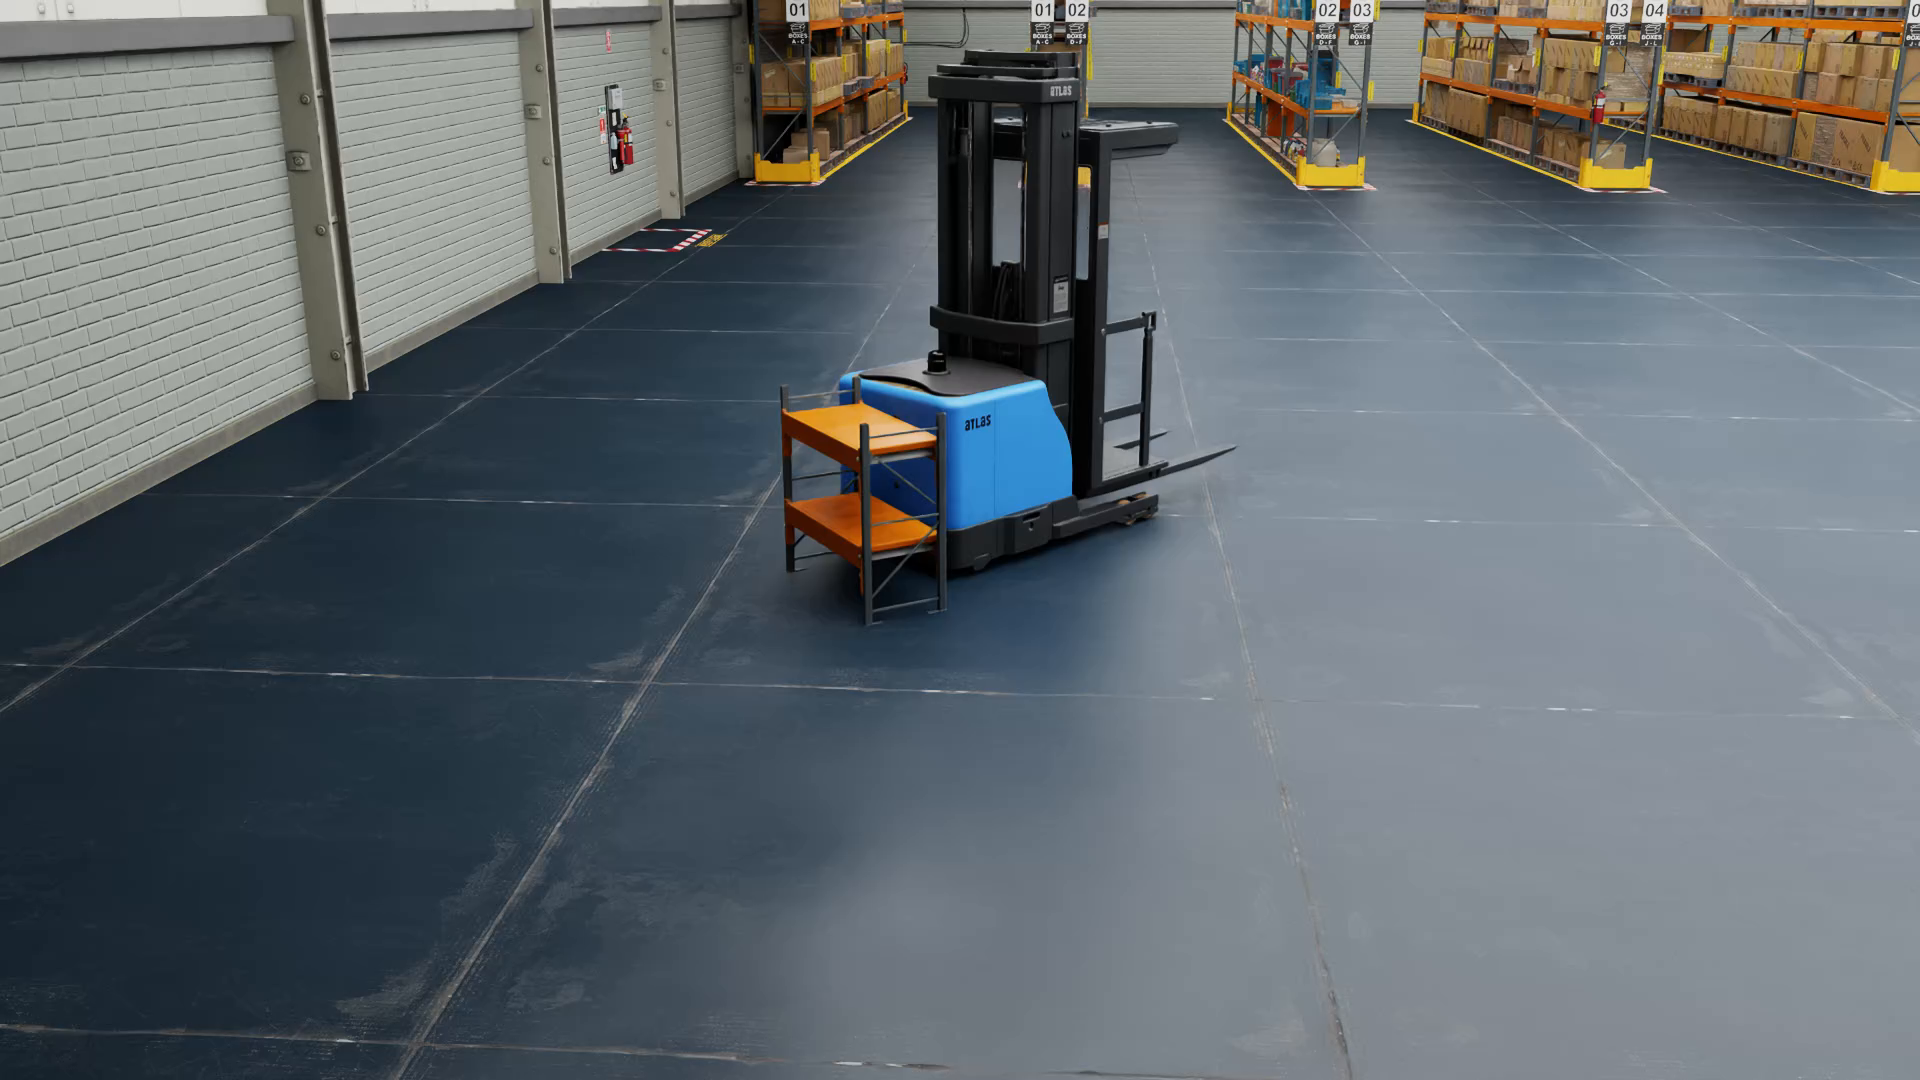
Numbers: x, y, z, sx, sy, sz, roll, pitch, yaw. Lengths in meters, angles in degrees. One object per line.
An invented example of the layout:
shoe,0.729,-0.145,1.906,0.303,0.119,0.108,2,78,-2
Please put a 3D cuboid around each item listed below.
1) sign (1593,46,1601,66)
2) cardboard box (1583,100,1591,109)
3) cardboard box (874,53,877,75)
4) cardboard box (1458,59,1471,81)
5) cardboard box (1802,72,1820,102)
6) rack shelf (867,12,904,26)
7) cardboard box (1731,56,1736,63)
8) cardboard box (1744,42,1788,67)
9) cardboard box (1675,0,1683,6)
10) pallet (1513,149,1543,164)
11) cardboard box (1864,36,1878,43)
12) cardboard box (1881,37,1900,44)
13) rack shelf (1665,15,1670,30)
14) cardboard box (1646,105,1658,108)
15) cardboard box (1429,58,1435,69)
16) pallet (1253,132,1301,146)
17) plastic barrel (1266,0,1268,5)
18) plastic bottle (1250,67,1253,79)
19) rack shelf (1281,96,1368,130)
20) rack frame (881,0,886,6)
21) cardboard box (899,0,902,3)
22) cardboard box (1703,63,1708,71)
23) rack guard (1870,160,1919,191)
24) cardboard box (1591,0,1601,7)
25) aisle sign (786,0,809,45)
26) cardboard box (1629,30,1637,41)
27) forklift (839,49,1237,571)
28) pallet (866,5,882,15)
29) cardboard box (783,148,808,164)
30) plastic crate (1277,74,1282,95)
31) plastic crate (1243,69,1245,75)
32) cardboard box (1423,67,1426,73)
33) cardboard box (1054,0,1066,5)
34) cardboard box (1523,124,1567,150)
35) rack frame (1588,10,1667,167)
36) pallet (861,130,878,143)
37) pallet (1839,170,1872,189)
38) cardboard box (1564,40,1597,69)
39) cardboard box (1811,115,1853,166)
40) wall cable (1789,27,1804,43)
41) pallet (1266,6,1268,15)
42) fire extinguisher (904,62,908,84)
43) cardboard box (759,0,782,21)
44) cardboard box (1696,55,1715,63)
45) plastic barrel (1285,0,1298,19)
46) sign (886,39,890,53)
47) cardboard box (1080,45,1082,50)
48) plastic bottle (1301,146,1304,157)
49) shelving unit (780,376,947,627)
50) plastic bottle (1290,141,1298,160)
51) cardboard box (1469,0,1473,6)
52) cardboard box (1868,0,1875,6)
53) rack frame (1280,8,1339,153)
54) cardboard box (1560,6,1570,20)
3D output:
sign,11.085,-8.414,28.917,0.100,0.325,0.005,1,18,4
cardboard box,11.436,-7.825,29.890,0.380,0.149,0.250,1,18,4
cardboard box,-2.238,-11.171,39.029,0.500,0.500,0.500,1,18,4
cardboard box,12.180,-11.176,39.553,0.500,0.500,0.500,1,18,4
cardboard box,16.849,-8.752,32.073,0.875,0.550,0.550,1,18,4
rack shelf,-2.181,-13.458,43.017,1.077,0.370,4.000,1,18,4
cardboard box,17.415,-10.699,37.032,0.380,0.149,0.250,1,18,4
cardboard box,17.073,-10.264,35.163,0.700,0.500,0.500,1,18,3
cardboard box,17.300,-12.837,39.130,0.700,0.500,0.500,1,18,4
pallet,11.978,-7.854,34.053,1.003,0.211,1.213,1,18,4
cardboard box,22.140,-11.876,40.083,0.500,0.500,0.500,1,18,3
cardboard box,22.063,-11.593,39.220,0.500,0.500,0.500,1,18,5
rack shelf,17.580,-12.985,41.571,1.077,0.370,4.000,1,18,4
cardboard box,17.192,-10.681,41.152,0.380,0.149,0.250,1,18,3
cardboard box,12.410,-12.274,42.826,0.500,0.250,0.500,1,18,2
pallet,7.285,-9.211,38.194,1.003,0.211,1.213,1,18,4
plastic barrel,7.247,-12.534,38.147,0.433,0.535,0.433,0,18,0
plastic bottle,7.095,-11.331,40.374,0.061,0.283,0.133,1,18,4
rack shelf,6.840,-8.085,31.435,1.077,0.370,4.000,1,18,4
rack frame,-2.325,-14.604,40.542,1.000,3.000,0.127,1,18,4
cardboard box,-1.826,-14.364,44.031,0.500,0.250,0.500,2,18,6
cardboard box,16.749,-10.506,36.918,0.380,0.149,0.250,2,18,6
rack guard,16.575,-6.358,29.022,1.175,0.500,0.348,1,18,4
cardboard box,11.391,-9.497,29.374,0.380,0.149,0.250,0,18,2
aisle sign,-2.891,-9.233,29.609,0.394,0.787,0.004,1,18,4
cardboard box,17.337,-12.735,42.226,0.500,0.500,0.500,1,18,3
forklift,0.651,-1.585,10.553,3.031,2.935,1.130,-17,25,-42
pallet,-2.341,-12.802,40.166,0.805,0.209,1.217,1,18,2
cardboard box,-3.046,-7.171,31.102,0.500,0.311,0.500,-1,18,-2
plastic crate,6.752,-9.390,34.288,0.392,0.384,0.575,1,18,4
plastic crate,7.369,-11.784,41.914,0.437,0.125,0.590,1,18,4
cardboard box,12.412,-12.362,43.737,0.380,0.149,0.250,1,18,3
cardboard box,1.802,-9.836,29.742,0.797,0.503,0.637,3,18,8
cardboard box,12.042,-8.296,34.233,0.700,0.500,0.500,1,18,4
rack frame,11.637,-7.695,29.090,1.000,3.000,0.127,1,18,4
pallet,-2.480,-9.429,38.861,1.003,0.211,1.213,1,18,4
pallet,16.556,-6.478,29.853,1.003,0.211,1.213,1,18,4
cardboard box,11.542,-9.001,30.832,0.500,0.500,0.500,1,18,4
cardboard box,16.688,-7.511,31.267,0.875,0.875,0.875,1,18,4
wall cable,24.465,-14.650,48.682,0.588,1.984,0.122,1,18,4
pallet,7.422,-11.861,37.290,1.003,0.211,1.213,1,18,4
fire extinguisher,-1.567,-12.819,45.449,0.296,0.674,0.183,1,18,4
cardboard box,-3.408,-9.644,30.029,0.500,0.500,0.500,3,18,8
cardboard box,16.783,-10.805,37.355,0.380,0.149,0.250,2,18,6
plastic barrel,6.803,-10.874,33.170,0.600,0.901,0.708,1,18,4
sign,-1.783,-12.257,41.280,0.100,0.325,0.005,1,18,4
cardboard box,2.931,-12.307,41.398,0.500,0.500,0.500,2,18,5
plastic bottle,6.543,-7.379,31.782,0.061,0.283,0.133,1,18,4
shelving unit,-0.552,-0.243,9.358,0.538,1.125,1.048,-10,21,-28
plastic bottle,6.454,-7.508,32.067,0.144,0.351,0.185,2,18,6
cardboard box,12.465,-12.914,39.365,0.700,0.500,0.500,2,18,5
cardboard box,16.335,-9.533,29.450,0.380,0.149,0.250,1,18,3
rack frame,6.983,-9.048,33.218,1.000,3.000,0.127,1,18,4
cardboard box,11.557,-9.839,31.056,0.500,0.250,0.500,1,18,2
